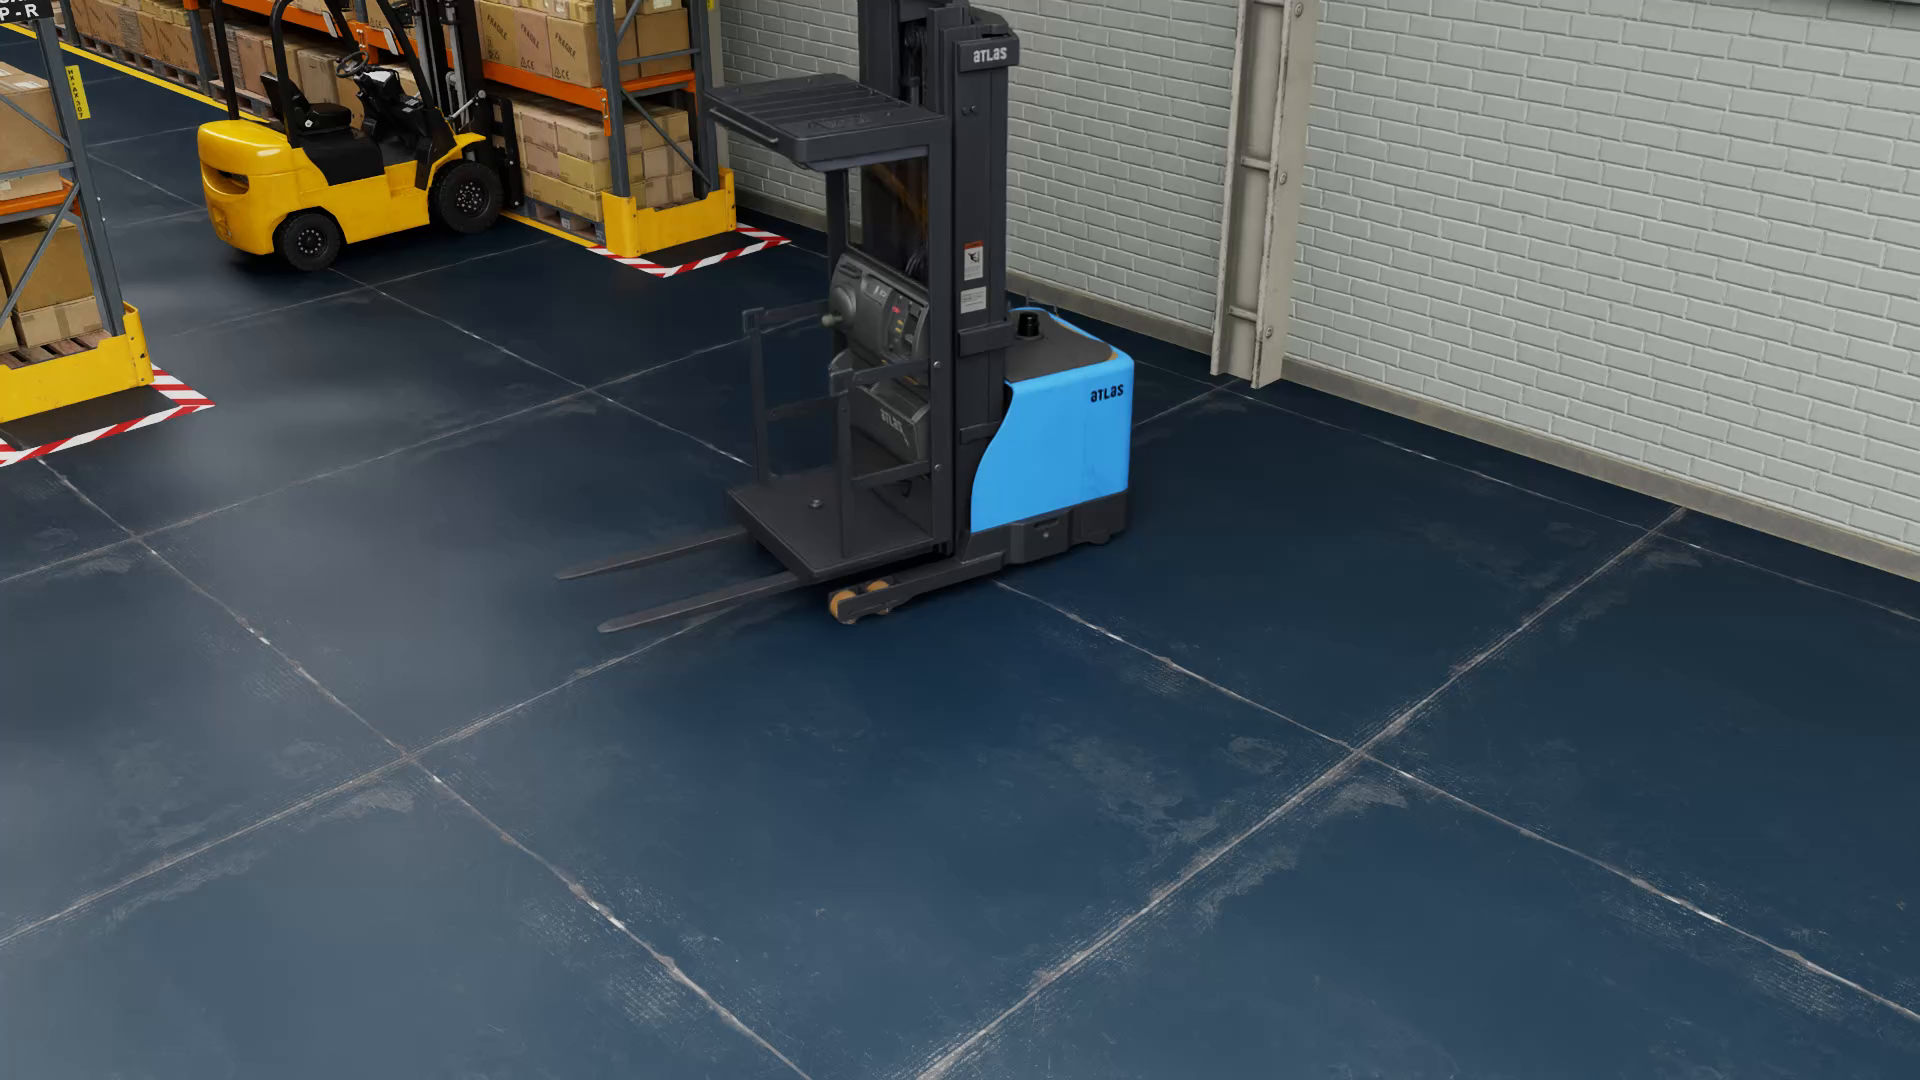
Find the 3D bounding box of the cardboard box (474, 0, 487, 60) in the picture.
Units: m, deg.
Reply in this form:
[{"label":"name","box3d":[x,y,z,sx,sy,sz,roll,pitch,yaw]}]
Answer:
[{"label":"cardboard box","box3d":[-4.080,-4.509,14.494,0.500,0.500,0.500,25,37,39]}]

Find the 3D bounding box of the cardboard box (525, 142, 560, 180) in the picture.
[{"label":"cardboard box","box3d":[-3.366,-3.303,14.275,0.500,0.250,0.500,24,36,38]}]

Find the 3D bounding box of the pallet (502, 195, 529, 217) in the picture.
[{"label":"pallet","box3d":[-3.890,-3.290,15.281,1.213,0.211,1.003,25,36,38]}]

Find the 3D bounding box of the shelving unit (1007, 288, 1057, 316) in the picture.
[{"label":"shelving unit","box3d":[0.423,-0.952,9.932,0.215,1.050,0.252,14,31,25]}]

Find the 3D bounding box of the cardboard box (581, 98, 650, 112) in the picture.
[{"label":"cardboard box","box3d":[-3.019,-3.684,14.462,0.500,0.250,0.500,25,36,38]}]

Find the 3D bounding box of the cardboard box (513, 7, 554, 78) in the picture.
[{"label":"cardboard box","box3d":[-3.348,-4.181,13.871,0.500,0.500,0.500,-24,36,-38]}]

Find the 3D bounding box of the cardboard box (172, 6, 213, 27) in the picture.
[{"label":"cardboard box","box3d":[-8.684,-5.945,18.871,0.250,0.149,0.380,23,35,36]}]

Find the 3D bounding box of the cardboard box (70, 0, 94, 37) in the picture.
[{"label":"cardboard box","box3d":[-10.820,-6.653,20.915,0.500,0.500,0.500,-23,36,-37]}]

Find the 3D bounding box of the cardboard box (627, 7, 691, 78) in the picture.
[{"label":"cardboard box","box3d":[-2.608,-4.189,13.886,0.500,0.500,0.500,-24,36,-38]}]

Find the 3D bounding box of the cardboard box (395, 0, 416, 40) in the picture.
[{"label":"cardboard box","box3d":[-4.786,-4.845,15.133,0.500,0.500,0.500,-25,36,-38]}]

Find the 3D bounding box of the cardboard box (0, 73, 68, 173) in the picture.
[{"label":"cardboard box","box3d":[-6.071,-2.665,10.668,0.500,0.500,0.500,24,36,38]}]

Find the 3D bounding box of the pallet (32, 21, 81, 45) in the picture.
[{"label":"pallet","box3d":[-11.496,-6.797,21.949,1.213,0.211,1.003,25,36,38]}]

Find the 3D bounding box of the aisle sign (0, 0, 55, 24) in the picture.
[{"label":"aisle sign","box3d":[-5.666,-3.476,9.844,0.004,0.787,0.394,25,36,38]}]

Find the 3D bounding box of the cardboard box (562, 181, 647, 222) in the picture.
[{"label":"cardboard box","box3d":[-3.006,-2.908,14.061,0.500,0.250,0.500,25,37,39]}]

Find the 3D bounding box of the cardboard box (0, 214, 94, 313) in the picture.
[{"label":"cardboard box","box3d":[-6.326,-1.906,11.349,0.500,0.500,0.500,23,36,37]}]

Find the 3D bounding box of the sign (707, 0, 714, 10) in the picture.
[{"label":"sign","box3d":[-2.056,-4.491,13.553,0.005,0.325,0.100,25,36,38]}]

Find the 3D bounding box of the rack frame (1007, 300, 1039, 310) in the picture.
[{"label":"rack frame","box3d":[0.364,-0.902,9.838,0.200,1.050,0.008,14,31,25]}]

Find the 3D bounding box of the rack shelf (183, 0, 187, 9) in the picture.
[{"label":"rack shelf","box3d":[-9.581,-6.835,19.800,4.000,0.370,1.077,25,36,38]}]

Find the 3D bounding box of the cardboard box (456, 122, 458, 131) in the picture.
[{"label":"cardboard box","box3d":[-4.463,-3.794,15.209,0.500,0.250,0.500,24,36,38]}]

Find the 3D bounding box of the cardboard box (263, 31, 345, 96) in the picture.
[{"label":"cardboard box","box3d":[-6.768,-4.998,17.632,0.625,0.625,0.875,23,35,36]}]

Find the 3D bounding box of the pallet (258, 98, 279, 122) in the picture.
[{"label":"pallet","box3d":[-6.729,-4.588,17.748,1.213,0.211,1.003,25,36,38]}]

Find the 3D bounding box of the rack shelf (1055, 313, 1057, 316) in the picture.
[{"label":"rack shelf","box3d":[0.423,-1.194,9.805,0.215,0.259,0.240,14,31,25]}]

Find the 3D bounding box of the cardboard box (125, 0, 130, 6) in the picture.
[{"label":"cardboard box","box3d":[-9.750,-6.484,19.896,0.250,0.149,0.380,25,37,39]}]

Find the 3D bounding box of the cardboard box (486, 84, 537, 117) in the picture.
[{"label":"cardboard box","box3d":[-4.088,-3.843,14.764,0.500,0.250,0.500,24,36,37]}]

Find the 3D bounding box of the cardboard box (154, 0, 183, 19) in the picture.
[{"label":"cardboard box","box3d":[-9.057,-6.124,19.212,0.250,0.149,0.380,23,36,37]}]

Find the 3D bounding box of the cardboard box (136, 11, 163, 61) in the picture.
[{"label":"cardboard box","box3d":[-9.331,-5.984,19.642,0.500,0.500,0.500,-23,36,-37]}]

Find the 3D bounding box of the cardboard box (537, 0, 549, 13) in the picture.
[{"label":"cardboard box","box3d":[-3.239,-4.421,13.630,0.380,0.149,0.250,-24,36,-38]}]

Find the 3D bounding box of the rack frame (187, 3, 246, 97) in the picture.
[{"label":"rack frame","box3d":[-8.154,-6.501,18.391,0.127,3.000,1.000,25,36,38]}]

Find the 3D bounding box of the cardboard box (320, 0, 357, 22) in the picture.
[{"label":"cardboard box","box3d":[-5.845,-5.207,16.091,0.500,0.250,0.500,-24,36,-38]}]

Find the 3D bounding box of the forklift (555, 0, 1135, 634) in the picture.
[{"label":"forklift","box3d":[-0.588,-1.153,8.293,3.031,2.935,1.130,-16,32,-27]}]

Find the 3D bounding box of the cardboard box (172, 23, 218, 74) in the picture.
[{"label":"cardboard box","box3d":[-8.607,-5.647,19.002,0.500,0.500,0.500,-24,36,-38]}]

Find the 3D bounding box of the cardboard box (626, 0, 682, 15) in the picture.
[{"label":"cardboard box","box3d":[-2.510,-4.419,13.627,0.250,0.149,0.380,23,36,37]}]

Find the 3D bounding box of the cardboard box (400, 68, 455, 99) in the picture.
[{"label":"cardboard box","box3d":[-4.820,-4.175,15.397,0.500,0.250,0.500,25,36,38]}]

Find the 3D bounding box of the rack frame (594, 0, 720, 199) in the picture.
[{"label":"rack frame","box3d":[-2.450,-3.891,13.427,0.127,3.000,1.000,25,36,38]}]

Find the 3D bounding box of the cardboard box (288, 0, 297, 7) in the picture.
[{"label":"cardboard box","box3d":[-6.540,-5.542,16.727,0.500,0.250,0.500,25,37,39]}]

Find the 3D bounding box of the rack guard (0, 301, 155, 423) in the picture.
[{"label":"rack guard","box3d":[-5.981,-1.161,10.921,0.348,0.500,1.175,25,36,38]}]

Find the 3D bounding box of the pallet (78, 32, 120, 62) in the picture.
[{"label":"pallet","box3d":[-10.400,-6.319,21.041,1.213,0.211,1.003,25,36,38]}]

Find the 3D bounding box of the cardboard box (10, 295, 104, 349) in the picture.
[{"label":"cardboard box","box3d":[-6.309,-1.566,11.509,0.500,0.250,0.500,24,36,38]}]

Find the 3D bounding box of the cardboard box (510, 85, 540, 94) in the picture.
[{"label":"cardboard box","box3d":[-3.728,-4.020,15.101,0.500,0.250,0.500,24,36,37]}]

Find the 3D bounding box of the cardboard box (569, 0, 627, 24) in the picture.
[{"label":"cardboard box","box3d":[-2.894,-4.242,13.291,0.380,0.149,0.250,-25,36,-38]}]

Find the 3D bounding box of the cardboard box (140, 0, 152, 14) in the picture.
[{"label":"cardboard box","box3d":[-9.392,-6.307,19.559,0.250,0.149,0.380,24,36,38]}]

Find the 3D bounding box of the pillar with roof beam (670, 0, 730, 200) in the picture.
[{"label":"pillar with roof beam","box3d":[-5.333,-5.644,10.314,0.400,9.000,9.100,25,36,38]}]

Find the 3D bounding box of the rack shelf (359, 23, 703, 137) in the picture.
[{"label":"rack shelf","box3d":[-3.876,-4.225,14.835,4.000,0.370,1.077,25,36,38]}]

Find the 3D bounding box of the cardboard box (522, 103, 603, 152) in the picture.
[{"label":"cardboard box","box3d":[-3.365,-3.514,14.138,0.500,0.250,0.500,-25,36,-38]}]

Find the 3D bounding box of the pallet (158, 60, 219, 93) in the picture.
[{"label":"pallet","box3d":[-8.660,-5.523,19.527,1.213,0.211,1.003,25,36,38]}]

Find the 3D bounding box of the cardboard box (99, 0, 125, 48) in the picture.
[{"label":"cardboard box","box3d":[-10.080,-6.319,20.278,0.500,0.500,0.500,23,36,37]}]

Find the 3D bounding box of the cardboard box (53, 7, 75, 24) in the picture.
[{"label":"cardboard box","box3d":[-11.610,-6.815,21.599,0.250,0.149,0.380,23,36,37]}]

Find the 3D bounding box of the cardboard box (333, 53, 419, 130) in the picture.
[{"label":"cardboard box","box3d":[-5.682,-4.497,16.681,0.875,0.625,0.625,-23,36,-37]}]

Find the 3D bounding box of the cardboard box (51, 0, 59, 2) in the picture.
[{"label":"cardboard box","box3d":[-12.167,-7.330,22.201,0.500,0.500,0.700,23,35,37]}]

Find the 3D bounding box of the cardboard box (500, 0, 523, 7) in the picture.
[{"label":"cardboard box","box3d":[-3.631,-4.577,13.927,0.250,0.149,0.380,23,36,37]}]

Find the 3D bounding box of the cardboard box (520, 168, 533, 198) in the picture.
[{"label":"cardboard box","box3d":[-3.705,-3.240,14.692,0.500,0.250,0.500,-25,37,-39]}]

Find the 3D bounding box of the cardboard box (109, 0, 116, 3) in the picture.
[{"label":"cardboard box","box3d":[-10.138,-6.644,20.200,0.250,0.149,0.380,24,36,38]}]

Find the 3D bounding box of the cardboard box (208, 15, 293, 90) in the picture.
[{"label":"cardboard box","box3d":[-7.719,-5.428,18.450,0.875,0.625,0.625,-24,36,-38]}]

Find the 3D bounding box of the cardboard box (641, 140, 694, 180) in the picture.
[{"label":"cardboard box","box3d":[-2.640,-3.303,14.275,0.500,0.250,0.500,-25,36,-38]}]
